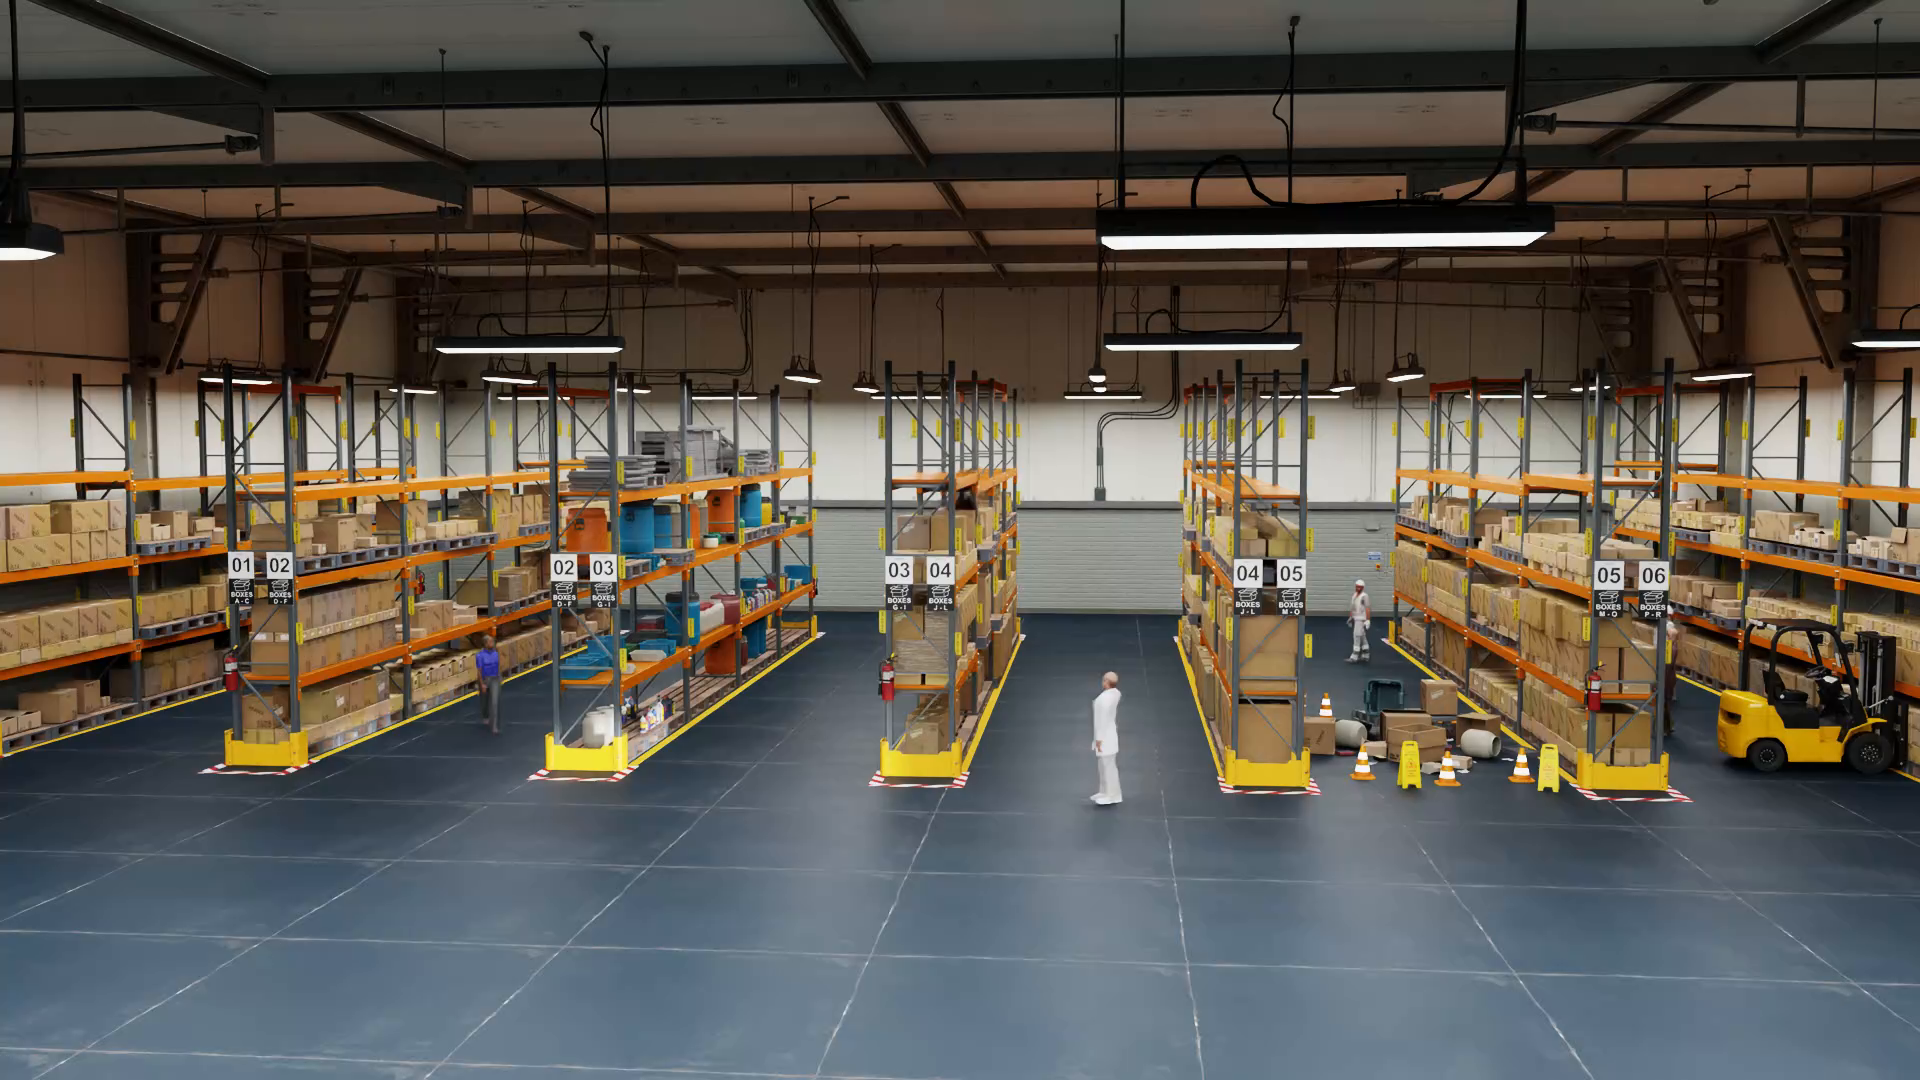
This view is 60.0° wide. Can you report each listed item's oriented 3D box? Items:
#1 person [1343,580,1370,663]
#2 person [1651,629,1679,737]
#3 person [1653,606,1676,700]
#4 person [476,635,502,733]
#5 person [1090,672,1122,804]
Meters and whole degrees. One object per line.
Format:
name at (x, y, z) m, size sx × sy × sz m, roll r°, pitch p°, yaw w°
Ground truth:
person at (8.565, 1.753, 35.972) m, size 0.633 × 1.777 × 0.582 m, roll 0°, pitch 4°, yaw -2°
person at (11.472, 2.338, 27.157) m, size 0.535 × 1.799 × 0.626 m, roll 3°, pitch 5°, yaw 41°
person at (13.060, 2.096, 30.874) m, size 0.455 × 1.776 × 0.558 m, roll 2°, pitch 4°, yaw 25°
person at (-7.820, 2.378, 27.635) m, size 0.412 × 1.605 × 0.930 m, roll -1°, pitch 4°, yaw -13°
person at (1.972, 2.697, 22.378) m, size 0.410 × 1.715 × 0.691 m, roll 0°, pitch 4°, yaw 1°
